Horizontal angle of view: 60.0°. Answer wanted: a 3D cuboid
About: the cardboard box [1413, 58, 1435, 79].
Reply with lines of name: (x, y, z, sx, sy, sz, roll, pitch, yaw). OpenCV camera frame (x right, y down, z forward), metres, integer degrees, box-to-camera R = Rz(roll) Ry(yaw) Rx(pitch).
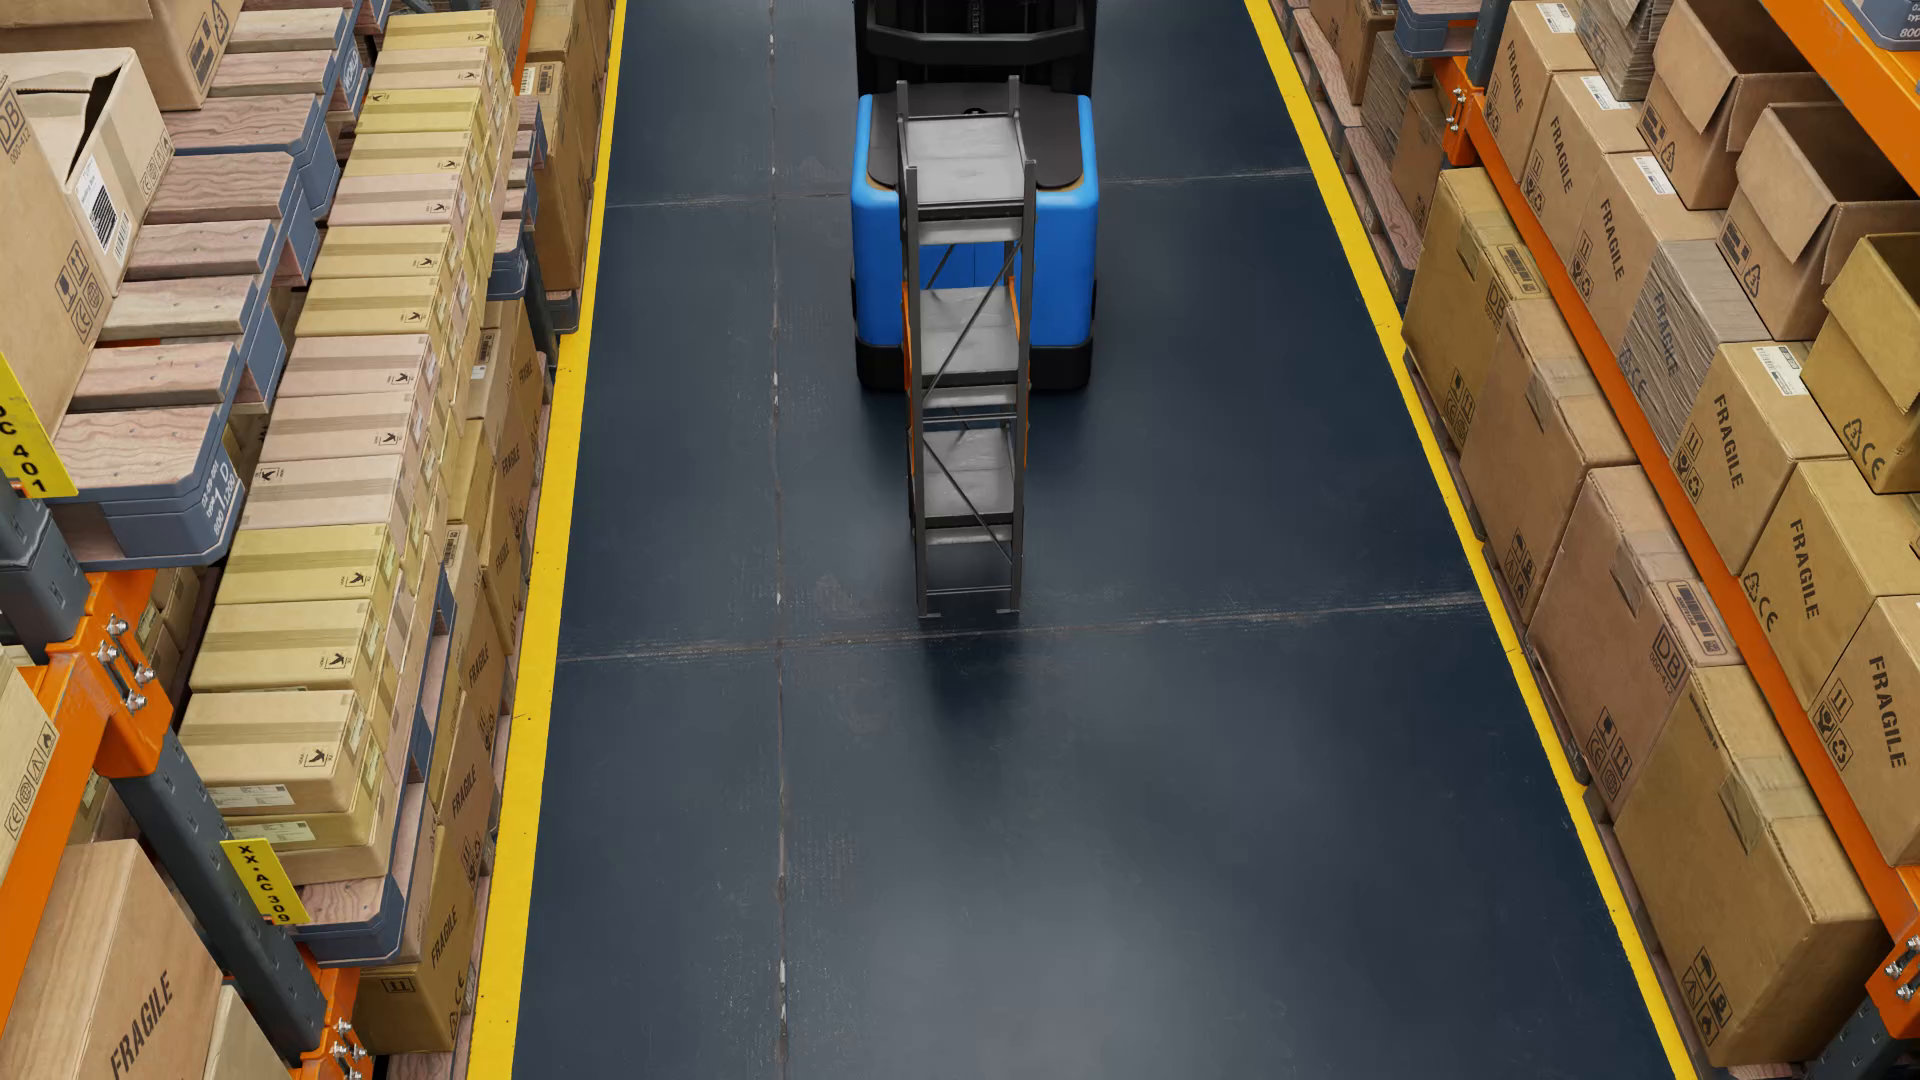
cardboard box: (2.459, -2.473, 8.064, 0.500, 0.250, 0.500, 1, 47, 1)

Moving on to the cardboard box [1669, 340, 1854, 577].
cardboard box: (2.538, -0.255, 4.993, 0.500, 0.500, 0.500, -4, 47, -4)

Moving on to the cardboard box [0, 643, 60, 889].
cardboard box: (-1.706, 0.424, 2.456, 0.500, 0.250, 0.500, -2, 47, -2)

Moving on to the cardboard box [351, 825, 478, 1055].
cardboard box: (-1.814, 1.230, 5.088, 0.500, 0.500, 0.500, -2, 47, -2)

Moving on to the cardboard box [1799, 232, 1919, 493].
cardboard box: (2.827, -0.501, 4.535, 0.797, 0.503, 0.637, -3, 47, -3)

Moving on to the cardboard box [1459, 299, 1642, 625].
cardboard box: (2.704, -0.325, 6.302, 1.225, 0.875, 0.875, -3, 47, -3)

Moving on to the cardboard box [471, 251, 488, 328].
cardboard box: (-1.770, -0.817, 5.478, 0.380, 0.149, 0.250, -5, 47, -5)

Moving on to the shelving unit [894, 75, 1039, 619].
shelving unit: (0.014, -0.602, 6.011, 0.431, 2.100, 0.503, -3, 47, -3)

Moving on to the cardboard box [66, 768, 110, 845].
cardboard box: (-2.247, 0.629, 3.903, 0.380, 0.149, 0.250, -2, 47, -2)

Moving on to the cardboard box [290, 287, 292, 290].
cardboard box: (-2.446, -0.966, 5.619, 0.380, 0.149, 0.250, -2, 47, -1)

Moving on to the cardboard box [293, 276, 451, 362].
cardboard box: (-1.727, -0.640, 4.901, 0.380, 0.149, 0.250, -2, 47, -2)

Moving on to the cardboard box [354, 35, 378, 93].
cardboard box: (-2.657, -2.172, 6.809, 0.500, 0.500, 0.500, -3, 47, -3)

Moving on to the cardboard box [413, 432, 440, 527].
cardboard box: (-1.684, -0.165, 4.656, 0.380, 0.149, 0.250, -2, 47, -2)

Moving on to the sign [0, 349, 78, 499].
sign: (-1.476, -0.182, 2.571, 0.100, 0.325, 0.005, -3, 47, -3)

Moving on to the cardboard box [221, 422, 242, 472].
cardboard box: (-2.359, -0.210, 4.903, 0.380, 0.149, 0.250, -2, 47, -2)

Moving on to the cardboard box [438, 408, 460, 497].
cardboard box: (-1.706, -0.250, 4.941, 0.380, 0.149, 0.250, -4, 47, -4)

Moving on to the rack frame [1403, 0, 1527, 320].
rack frame: (2.600, -2.057, 6.769, 1.000, 3.000, 0.127, -3, 47, -3)

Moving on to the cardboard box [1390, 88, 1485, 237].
cardboard box: (2.524, -1.832, 7.974, 0.700, 0.500, 0.500, -6, 47, -5)

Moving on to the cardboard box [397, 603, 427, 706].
cardboard box: (-1.637, 0.313, 4.408, 0.380, 0.149, 0.250, -3, 47, -3)

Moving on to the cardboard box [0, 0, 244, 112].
cardboard box: (-2.015, -1.271, 3.598, 0.797, 0.503, 0.637, -4, 47, -4)

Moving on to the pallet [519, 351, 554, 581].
pallet: (-2.287, -0.304, 7.029, 1.003, 0.211, 1.213, -3, 47, -3)

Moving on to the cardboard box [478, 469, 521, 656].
cardboard box: (-1.936, 0.104, 6.154, 0.500, 0.500, 0.500, -5, 47, -5)

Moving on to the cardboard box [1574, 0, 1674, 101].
cardboard box: (2.645, -1.906, 5.866, 0.797, 0.503, 0.637, -2, 47, -2)

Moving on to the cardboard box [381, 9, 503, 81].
cardboard box: (-1.853, -1.764, 5.966, 0.380, 0.149, 0.250, -5, 47, -5)

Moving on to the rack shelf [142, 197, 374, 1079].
rack shelf: (-2.184, -0.134, 5.443, 1.077, 0.370, 4.000, -3, 47, -3)

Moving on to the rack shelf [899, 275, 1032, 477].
rack shelf: (0.014, -0.593, 6.021, 0.431, 0.518, 0.480, -3, 47, -3)

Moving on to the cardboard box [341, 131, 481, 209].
cardboard box: (-1.787, -1.200, 5.431, 0.380, 0.149, 0.250, -2, 47, -2)

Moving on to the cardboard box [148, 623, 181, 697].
cardboard box: (-2.288, 0.364, 4.360, 0.380, 0.149, 0.250, -4, 47, -3)

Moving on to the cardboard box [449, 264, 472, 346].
cardboard box: (-1.746, -0.726, 5.187, 0.380, 0.149, 0.250, -2, 47, -2)

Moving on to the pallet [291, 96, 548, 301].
pallet: (-2.186, -1.253, 6.140, 1.213, 0.211, 1.003, -3, 47, -3)

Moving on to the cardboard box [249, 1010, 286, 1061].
cardboard box: (-2.330, 1.260, 5.059, 0.500, 0.500, 0.500, -4, 47, -4)

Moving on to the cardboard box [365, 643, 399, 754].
cardboard box: (-1.615, 0.405, 4.116, 0.380, 0.149, 0.250, -4, 47, -4)

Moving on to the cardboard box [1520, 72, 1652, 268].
cardboard box: (2.415, -1.350, 6.030, 0.500, 0.500, 0.500, -5, 47, -4)

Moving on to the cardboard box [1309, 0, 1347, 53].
cardboard box: (2.363, -3.046, 9.124, 0.700, 0.500, 0.500, -7, 47, -7)

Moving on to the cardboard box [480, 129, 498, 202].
cardboard box: (-1.808, -1.276, 5.708, 0.380, 0.149, 0.250, -2, 47, -2)

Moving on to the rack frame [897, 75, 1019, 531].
rack frame: (-0.007, -0.779, 6.178, 0.400, 2.100, 0.015, -3, 47, -3)

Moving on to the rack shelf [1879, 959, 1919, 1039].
rack shelf: (3.102, 2.532, 2.918, 1.077, 0.370, 4.000, -3, 47, -3)

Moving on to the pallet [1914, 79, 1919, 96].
pallet: (2.809, -0.789, 3.633, 0.805, 0.209, 1.217, -5, 47, -5)

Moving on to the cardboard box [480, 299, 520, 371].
cardboard box: (-2.033, -0.892, 6.582, 0.500, 0.250, 0.500, -4, 47, -4)

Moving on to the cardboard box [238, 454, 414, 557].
cardboard box: (-1.658, -0.078, 4.368, 0.380, 0.149, 0.250, -4, 47, -4)

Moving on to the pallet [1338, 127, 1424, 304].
pallet: (2.536, -1.663, 8.317, 1.003, 0.211, 1.213, -3, 47, -3)

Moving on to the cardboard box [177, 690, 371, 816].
cardboard box: (-1.591, 0.490, 3.831, 0.380, 0.149, 0.250, -1, 47, -1)

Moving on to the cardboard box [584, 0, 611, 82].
cardboard box: (-2.468, -2.952, 8.876, 1.050, 0.750, 0.750, -3, 47, -3)

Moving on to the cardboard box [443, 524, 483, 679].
cardboard box: (-1.900, 0.218, 5.530, 0.500, 0.250, 0.500, -2, 47, -2)

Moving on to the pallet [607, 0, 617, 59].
pallet: (-2.547, -3.210, 9.781, 1.003, 0.211, 1.213, -3, 47, -3)

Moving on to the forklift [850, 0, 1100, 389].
forklift: (0.070, -2.732, 7.455, 1.130, 2.935, 3.031, 0, 47, 0)

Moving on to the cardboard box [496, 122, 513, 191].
cardboard box: (-1.833, -1.378, 6.009, 0.380, 0.149, 0.250, -4, 47, -3)

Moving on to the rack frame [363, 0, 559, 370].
rack frame: (-2.351, -1.829, 6.552, 1.000, 3.000, 0.127, -3, 47, -3)

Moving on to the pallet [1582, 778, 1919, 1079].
pallet: (2.795, 1.242, 5.565, 1.003, 0.211, 1.213, -3, 47, -3)
